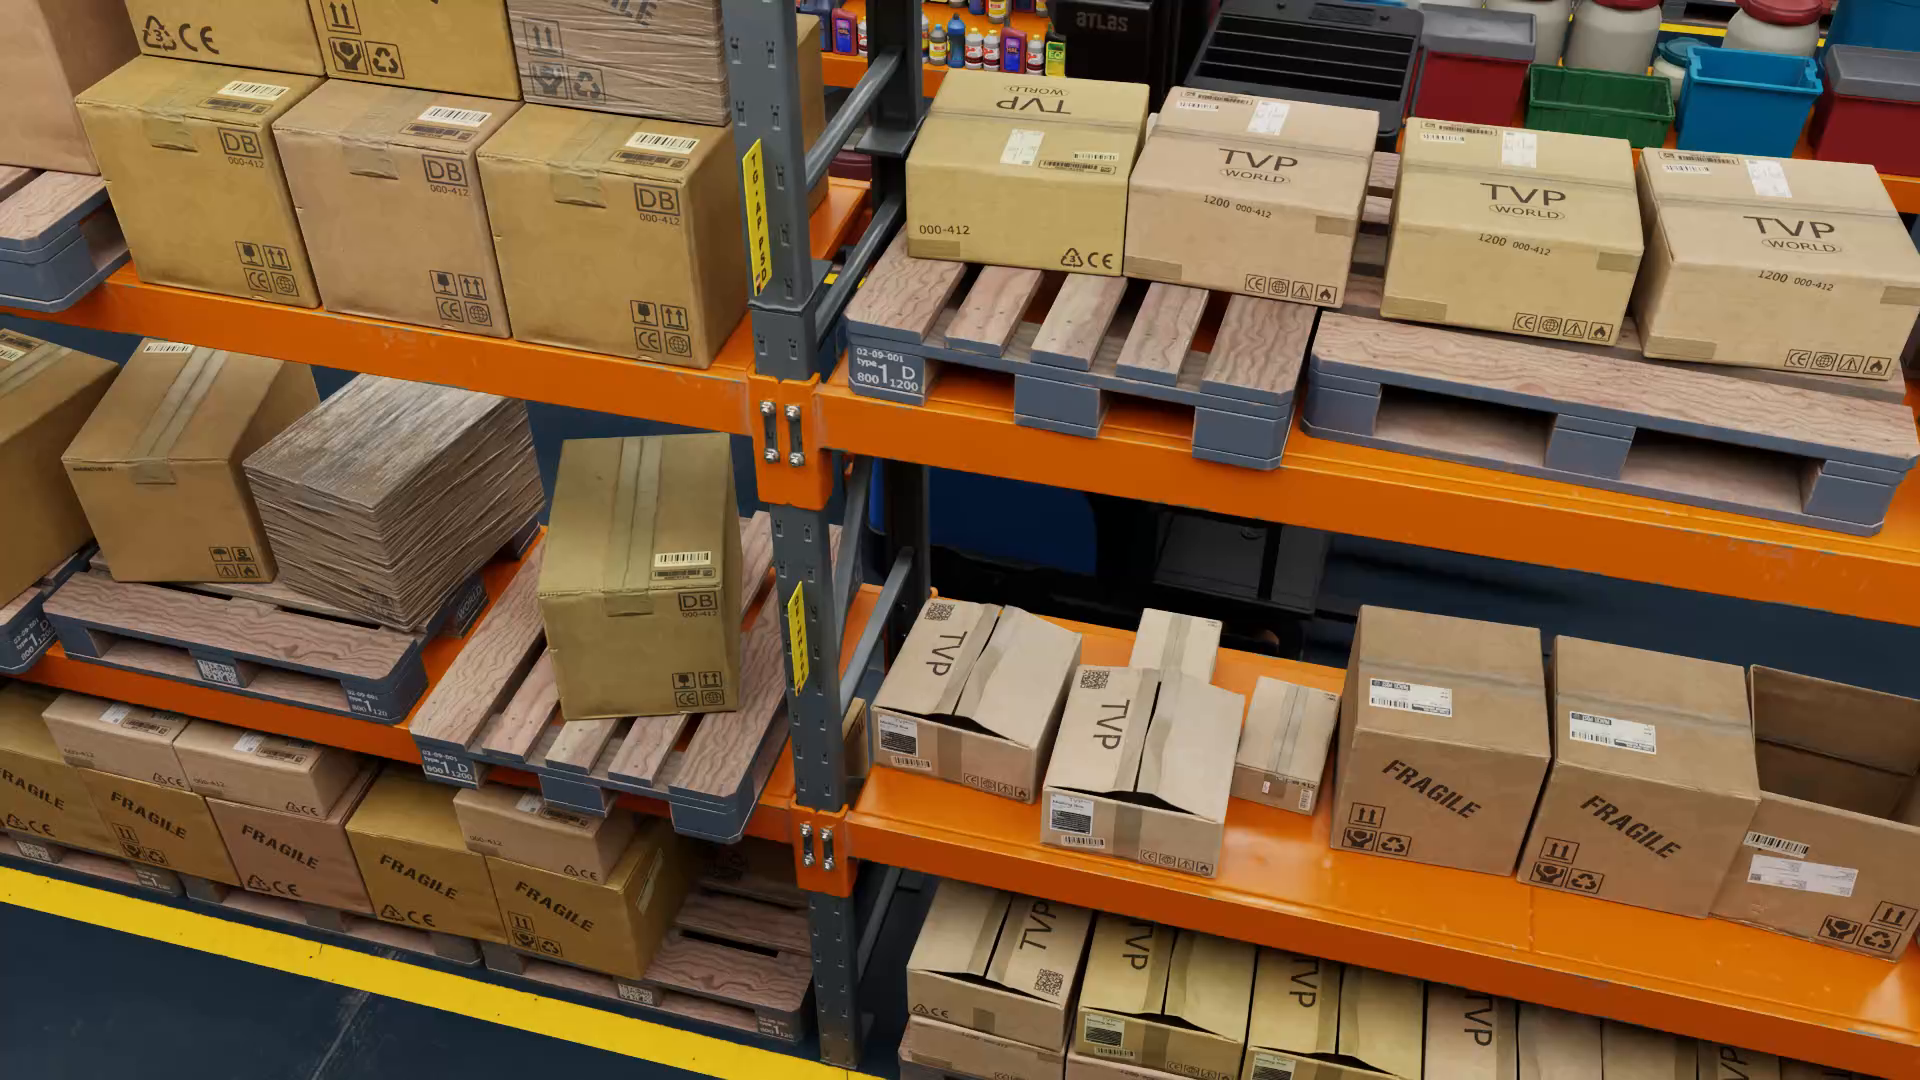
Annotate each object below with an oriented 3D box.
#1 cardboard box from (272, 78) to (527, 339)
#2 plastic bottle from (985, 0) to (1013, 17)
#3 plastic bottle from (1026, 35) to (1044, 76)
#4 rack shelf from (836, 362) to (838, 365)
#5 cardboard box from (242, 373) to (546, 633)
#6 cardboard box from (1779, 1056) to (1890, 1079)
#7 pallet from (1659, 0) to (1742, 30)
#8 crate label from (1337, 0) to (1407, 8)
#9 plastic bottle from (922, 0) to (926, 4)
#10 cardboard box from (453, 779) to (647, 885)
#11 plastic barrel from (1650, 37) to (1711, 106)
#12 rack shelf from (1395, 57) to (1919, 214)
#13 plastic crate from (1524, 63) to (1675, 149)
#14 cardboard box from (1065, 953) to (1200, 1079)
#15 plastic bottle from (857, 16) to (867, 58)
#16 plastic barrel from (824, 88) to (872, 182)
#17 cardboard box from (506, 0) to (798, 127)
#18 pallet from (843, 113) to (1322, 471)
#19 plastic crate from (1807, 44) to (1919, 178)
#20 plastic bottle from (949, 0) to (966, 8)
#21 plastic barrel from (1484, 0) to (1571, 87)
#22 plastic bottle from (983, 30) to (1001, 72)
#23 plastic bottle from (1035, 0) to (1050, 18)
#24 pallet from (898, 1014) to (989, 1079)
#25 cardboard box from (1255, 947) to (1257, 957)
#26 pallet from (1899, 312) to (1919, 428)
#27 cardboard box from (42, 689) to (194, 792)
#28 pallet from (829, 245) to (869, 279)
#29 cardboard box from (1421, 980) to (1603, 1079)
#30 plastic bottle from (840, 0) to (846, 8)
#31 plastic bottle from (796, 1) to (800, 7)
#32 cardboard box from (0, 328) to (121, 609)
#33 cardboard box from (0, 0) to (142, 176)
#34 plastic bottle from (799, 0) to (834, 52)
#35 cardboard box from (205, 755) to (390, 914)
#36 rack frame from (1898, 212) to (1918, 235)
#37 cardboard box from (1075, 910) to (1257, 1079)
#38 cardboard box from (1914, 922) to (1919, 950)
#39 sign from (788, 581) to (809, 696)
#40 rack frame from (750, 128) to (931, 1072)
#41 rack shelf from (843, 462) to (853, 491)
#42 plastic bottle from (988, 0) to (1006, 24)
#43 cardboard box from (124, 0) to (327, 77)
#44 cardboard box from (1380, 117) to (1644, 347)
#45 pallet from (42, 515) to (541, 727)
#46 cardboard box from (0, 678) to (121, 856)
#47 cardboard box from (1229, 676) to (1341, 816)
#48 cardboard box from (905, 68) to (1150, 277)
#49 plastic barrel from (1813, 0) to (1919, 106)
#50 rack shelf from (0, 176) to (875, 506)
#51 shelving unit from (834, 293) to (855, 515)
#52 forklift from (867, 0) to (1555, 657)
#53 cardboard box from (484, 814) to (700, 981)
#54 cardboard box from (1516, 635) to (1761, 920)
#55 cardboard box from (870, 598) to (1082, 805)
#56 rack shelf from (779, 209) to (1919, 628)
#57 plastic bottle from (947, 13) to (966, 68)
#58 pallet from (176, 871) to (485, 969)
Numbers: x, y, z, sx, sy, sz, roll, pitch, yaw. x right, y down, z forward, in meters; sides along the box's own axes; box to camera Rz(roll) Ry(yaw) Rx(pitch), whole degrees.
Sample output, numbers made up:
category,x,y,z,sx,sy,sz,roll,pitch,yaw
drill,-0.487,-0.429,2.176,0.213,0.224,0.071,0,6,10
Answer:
category,x,y,z,sx,sy,sz,roll,pitch,yaw
cardboard box,-1.207,-0.992,4.214,0.500,0.500,0.910,10,41,11
plastic bottle,0.218,-3.048,9.168,0.135,0.276,0.152,10,41,11
plastic bottle,0.392,-2.502,8.576,0.097,0.201,0.097,0,40,0
rack shelf,-0.412,-0.784,7.284,0.180,0.103,0.258,11,41,13
cardboard box,-1.756,-0.174,5.245,0.500,0.500,0.700,17,43,20
cardboard box,2.610,1.701,4.792,0.500,0.311,0.500,11,41,13
pallet,5.392,-4.219,12.634,1.213,0.211,1.003,10,41,11
crate label,1.889,-2.426,8.304,0.616,0.435,0.502,10,41,11
plastic bottle,-0.238,-3.143,9.285,0.097,0.271,0.097,0,40,0
cardboard box,-1.304,0.816,5.489,0.500,0.250,0.500,11,41,13
plastic barrel,3.625,-2.343,8.340,0.301,0.262,0.301,0,40,0
rack shelf,2.932,-2.138,8.547,4.000,0.370,1.077,10,41,11
plastic crate,3.108,-2.114,8.124,0.662,0.188,0.450,10,41,11
cardboard box,0.631,1.576,5.378,0.500,0.250,0.500,9,41,10
plastic bottle,-0.489,-2.654,8.757,0.097,0.201,0.097,0,40,0
plastic barrel,-0.568,-2.242,9.660,0.708,0.588,0.600,10,41,11
cardboard box,-0.704,-1.315,3.821,0.500,0.500,0.500,10,41,11
pallet,0.394,-0.688,4.076,1.003,0.211,1.213,12,41,13
plastic crate,4.317,-1.996,7.769,0.583,0.464,0.402,10,41,11
plastic bottle,-0.016,-3.078,9.261,0.097,0.201,0.097,0,40,0
plastic barrel,2.869,-2.622,8.459,0.433,0.535,0.433,0,40,0
plastic bottle,0.169,-2.541,8.622,0.097,0.201,0.097,0,40,0
plastic bottle,0.466,-2.995,9.163,0.097,0.201,0.097,0,40,0
pallet,0.501,1.560,5.753,1.213,0.211,1.003,10,41,11
cardboard box,1.271,1.328,5.673,0.500,0.250,0.500,11,41,12
pallet,2.724,-0.218,3.518,1.217,0.209,0.805,8,41,10
cardboard box,-2.778,0.566,5.787,0.500,0.250,0.500,10,41,12
pallet,-0.948,-1.987,9.977,1.213,0.211,1.003,10,41,11
cardboard box,1.644,1.531,4.994,0.500,0.311,0.500,9,41,11
plastic bottle,-0.737,-3.142,9.222,0.185,0.351,0.144,10,41,11
plastic bottle,-0.897,-2.784,8.848,0.133,0.283,0.061,10,41,11
cardboard box,-3.068,-0.241,5.324,0.500,0.500,0.700,16,43,18
cardboard box,-2.392,-1.371,4.260,0.600,0.600,0.600,8,41,10
plastic bottle,-0.748,-2.771,8.781,0.185,0.351,0.144,10,41,11
cardboard box,-2.257,0.940,5.924,0.500,0.500,0.500,8,41,10
rack frame,4.864,-2.081,7.920,0.127,3.000,1.000,10,41,11
cardboard box,0.655,1.360,5.198,0.500,0.311,0.500,9,41,10
cardboard box,2.683,1.015,4.338,0.258,0.266,0.396,9,41,10
sign,-0.416,0.257,4.298,0.005,0.325,0.100,10,41,11
rack frame,-0.284,0.331,5.048,0.127,3.000,1.000,10,41,11
rack shelf,-0.412,-0.324,7.670,0.180,0.103,0.258,11,41,13
plastic bottle,0.204,-2.939,9.096,0.097,0.201,0.097,0,40,0
cardboard box,-1.690,-1.485,4.023,0.500,0.500,0.500,10,41,11
cardboard box,1.229,-0.703,3.737,0.500,0.250,0.500,9,41,11
pallet,-2.164,0.084,5.491,1.213,0.211,1.003,10,41,11
cardboard box,-3.226,0.768,6.129,0.500,0.500,0.500,10,41,12
cardboard box,0.962,0.604,4.918,0.250,0.149,0.380,13,42,15
cardboard box,0.168,-0.881,3.949,0.500,0.250,0.500,7,41,8
plastic barrel,4.569,-2.525,8.059,0.708,0.901,0.600,10,41,11
rack shelf,-2.216,-0.875,4.711,4.000,0.370,1.077,10,41,11
shelving unit,-0.412,-0.542,7.487,0.189,1.200,0.258,11,41,13
forklift,1.160,-0.965,6.644,3.031,2.935,1.130,11,41,13
cardboard box,-1.249,1.110,5.722,0.500,0.500,0.500,11,41,13
cardboard box,1.849,0.649,4.592,0.500,0.500,0.500,10,41,11
cardboard box,0.056,0.453,4.973,0.500,0.311,0.500,12,42,14
rack shelf,1.648,-0.210,3.919,4.000,0.370,1.077,10,41,11
plastic bottle,-0.019,-2.600,8.638,0.097,0.271,0.097,0,40,0
pallet,-2.171,1.047,6.364,1.213,0.211,1.003,10,41,11
